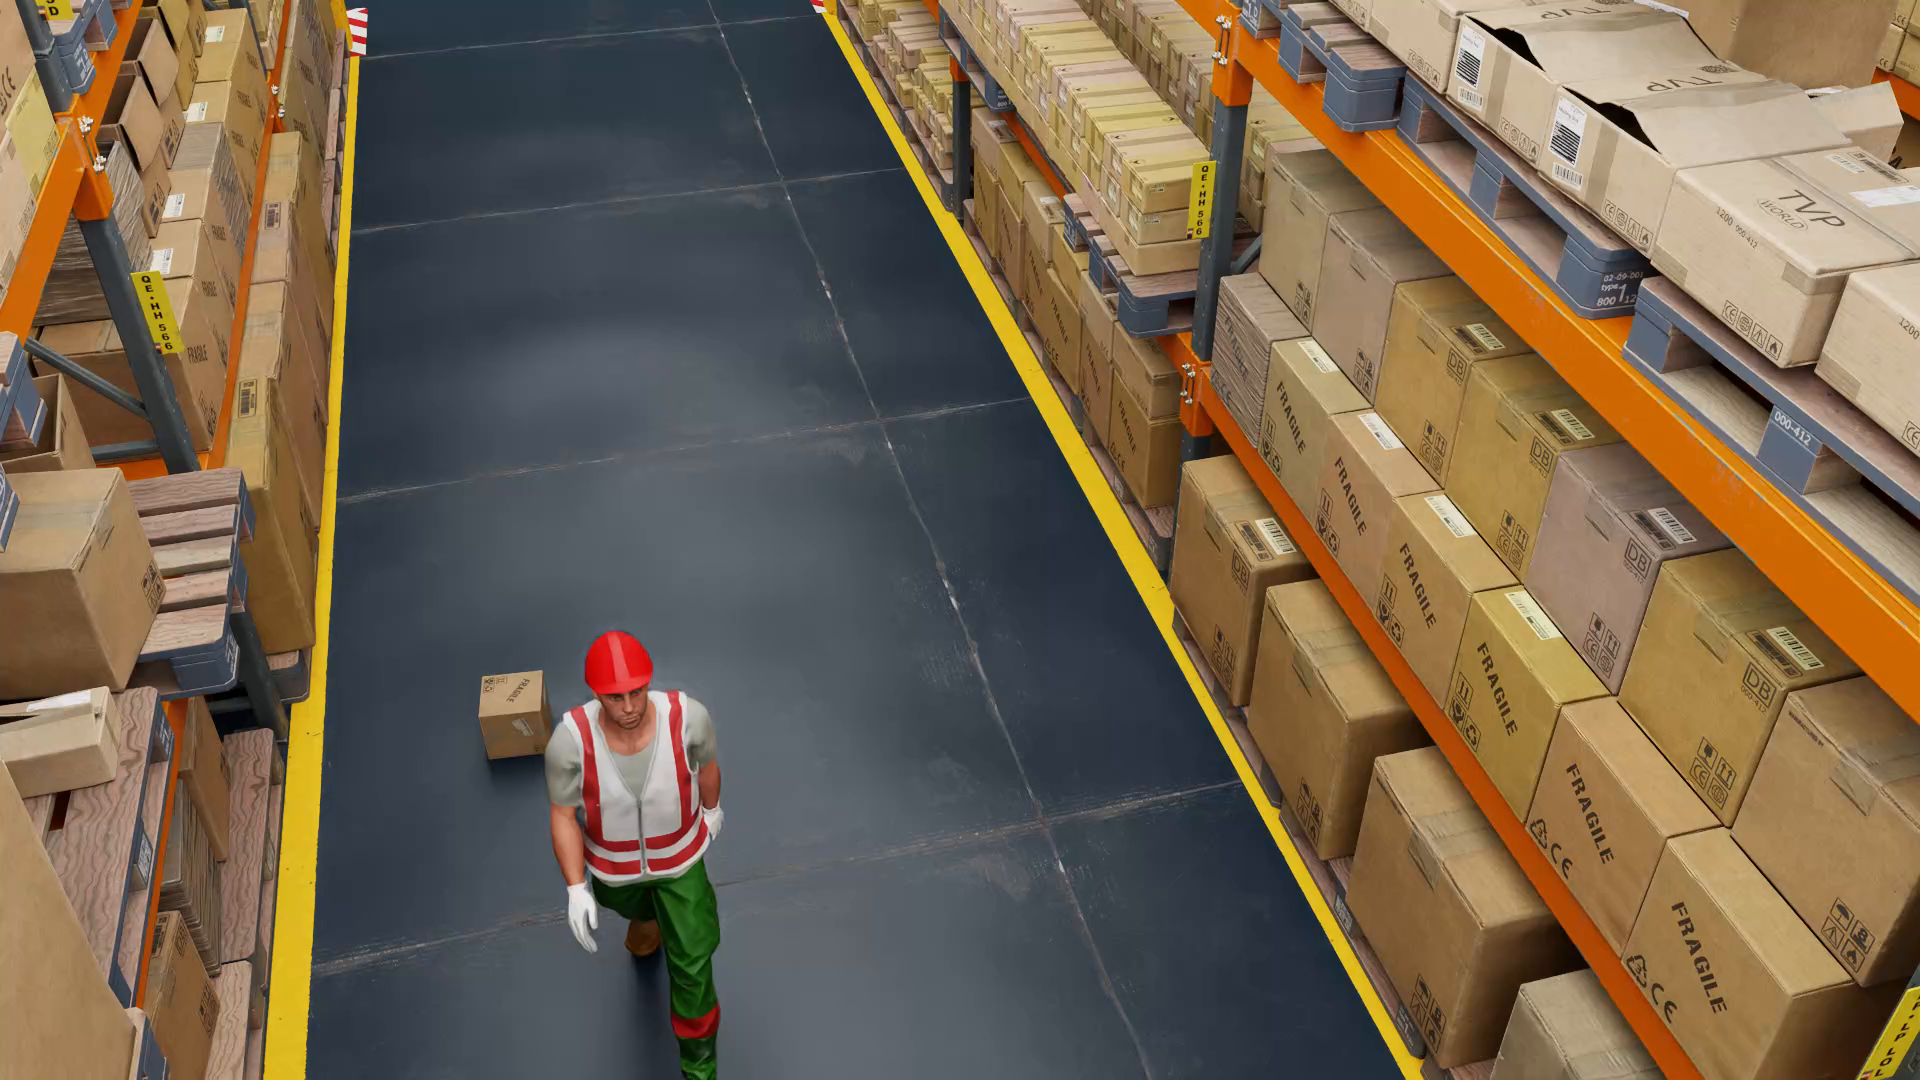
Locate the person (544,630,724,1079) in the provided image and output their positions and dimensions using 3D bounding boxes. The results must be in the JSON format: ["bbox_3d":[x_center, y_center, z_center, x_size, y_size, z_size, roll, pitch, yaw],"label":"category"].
[{"bbox_3d":[-1.018,1.032,5.377,0.538,1.735,1.089,-6,38,-8],"label":"person"}]
